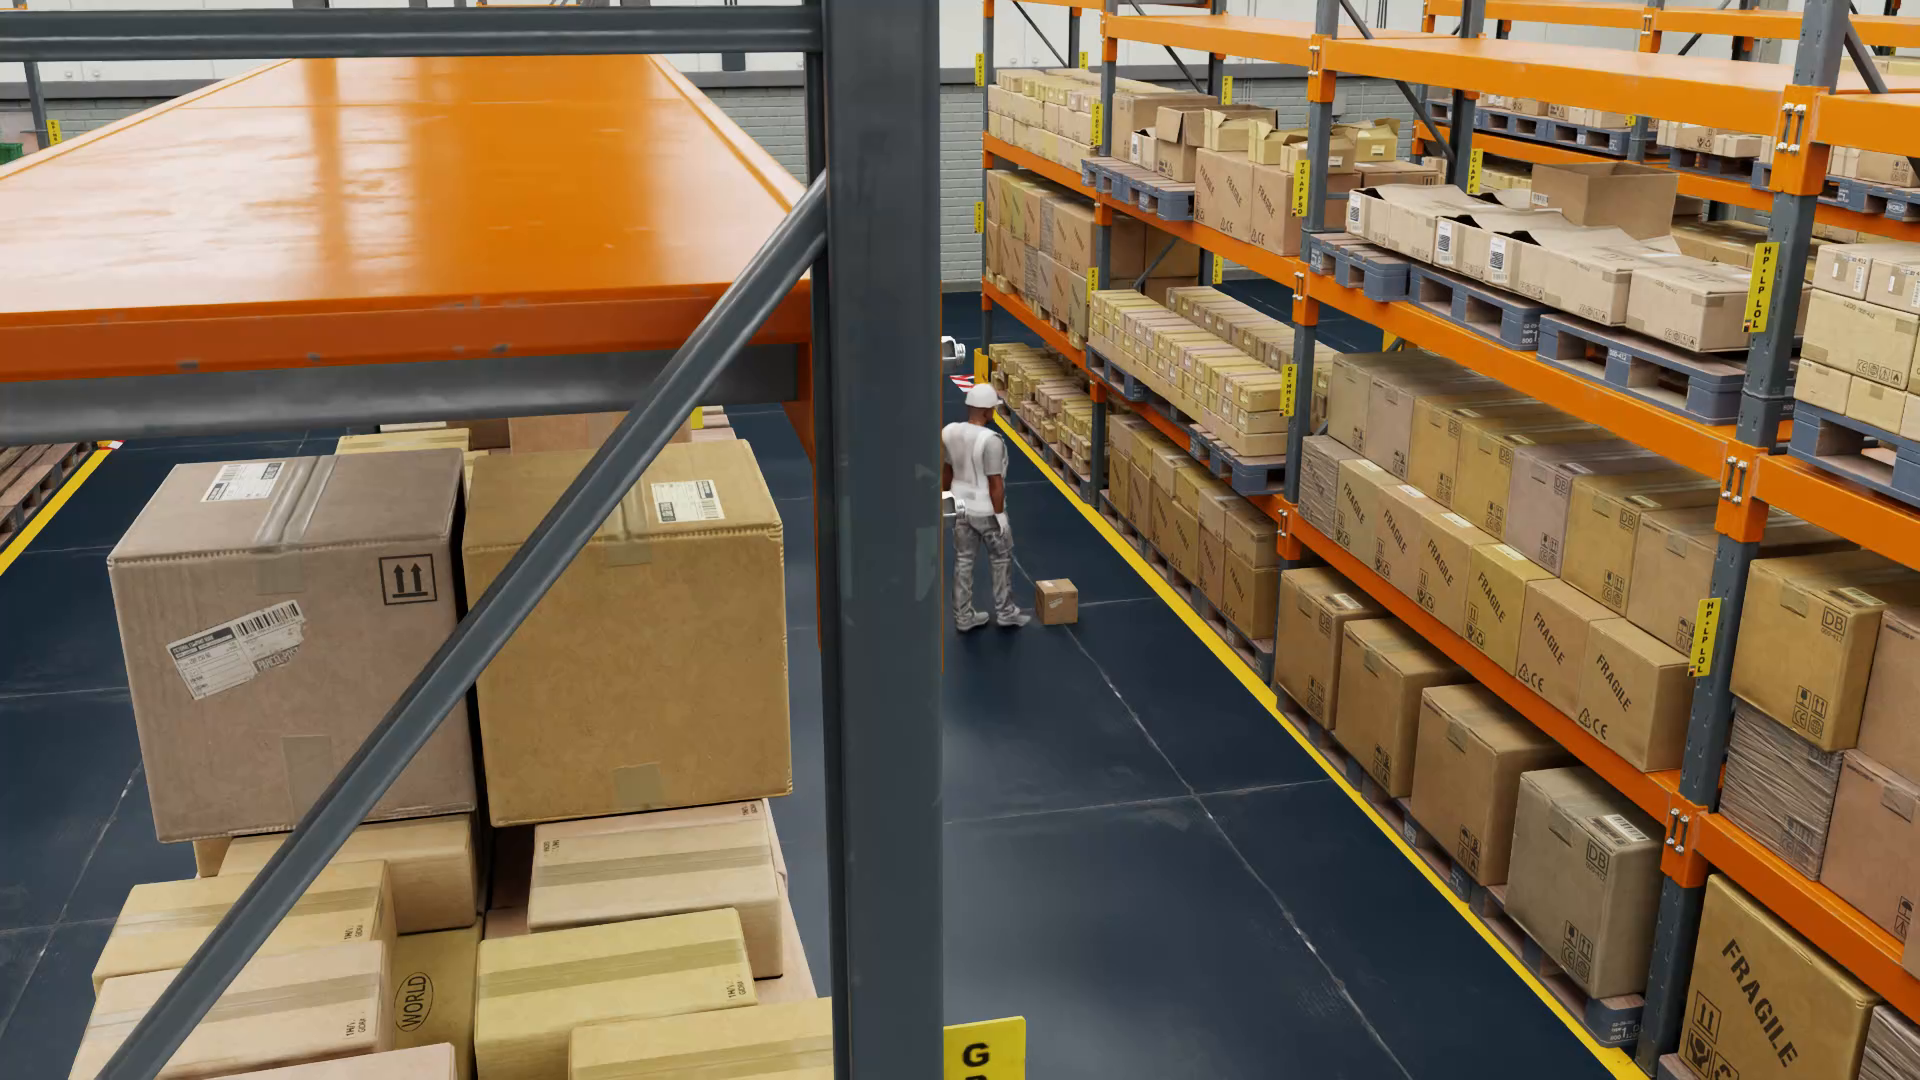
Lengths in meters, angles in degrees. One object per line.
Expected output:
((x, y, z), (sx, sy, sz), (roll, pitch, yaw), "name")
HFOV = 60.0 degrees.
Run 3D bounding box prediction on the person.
((0.191, -0.236, 11.714), (0.586, 1.808, 0.566), (17, 25, 39), "person")
